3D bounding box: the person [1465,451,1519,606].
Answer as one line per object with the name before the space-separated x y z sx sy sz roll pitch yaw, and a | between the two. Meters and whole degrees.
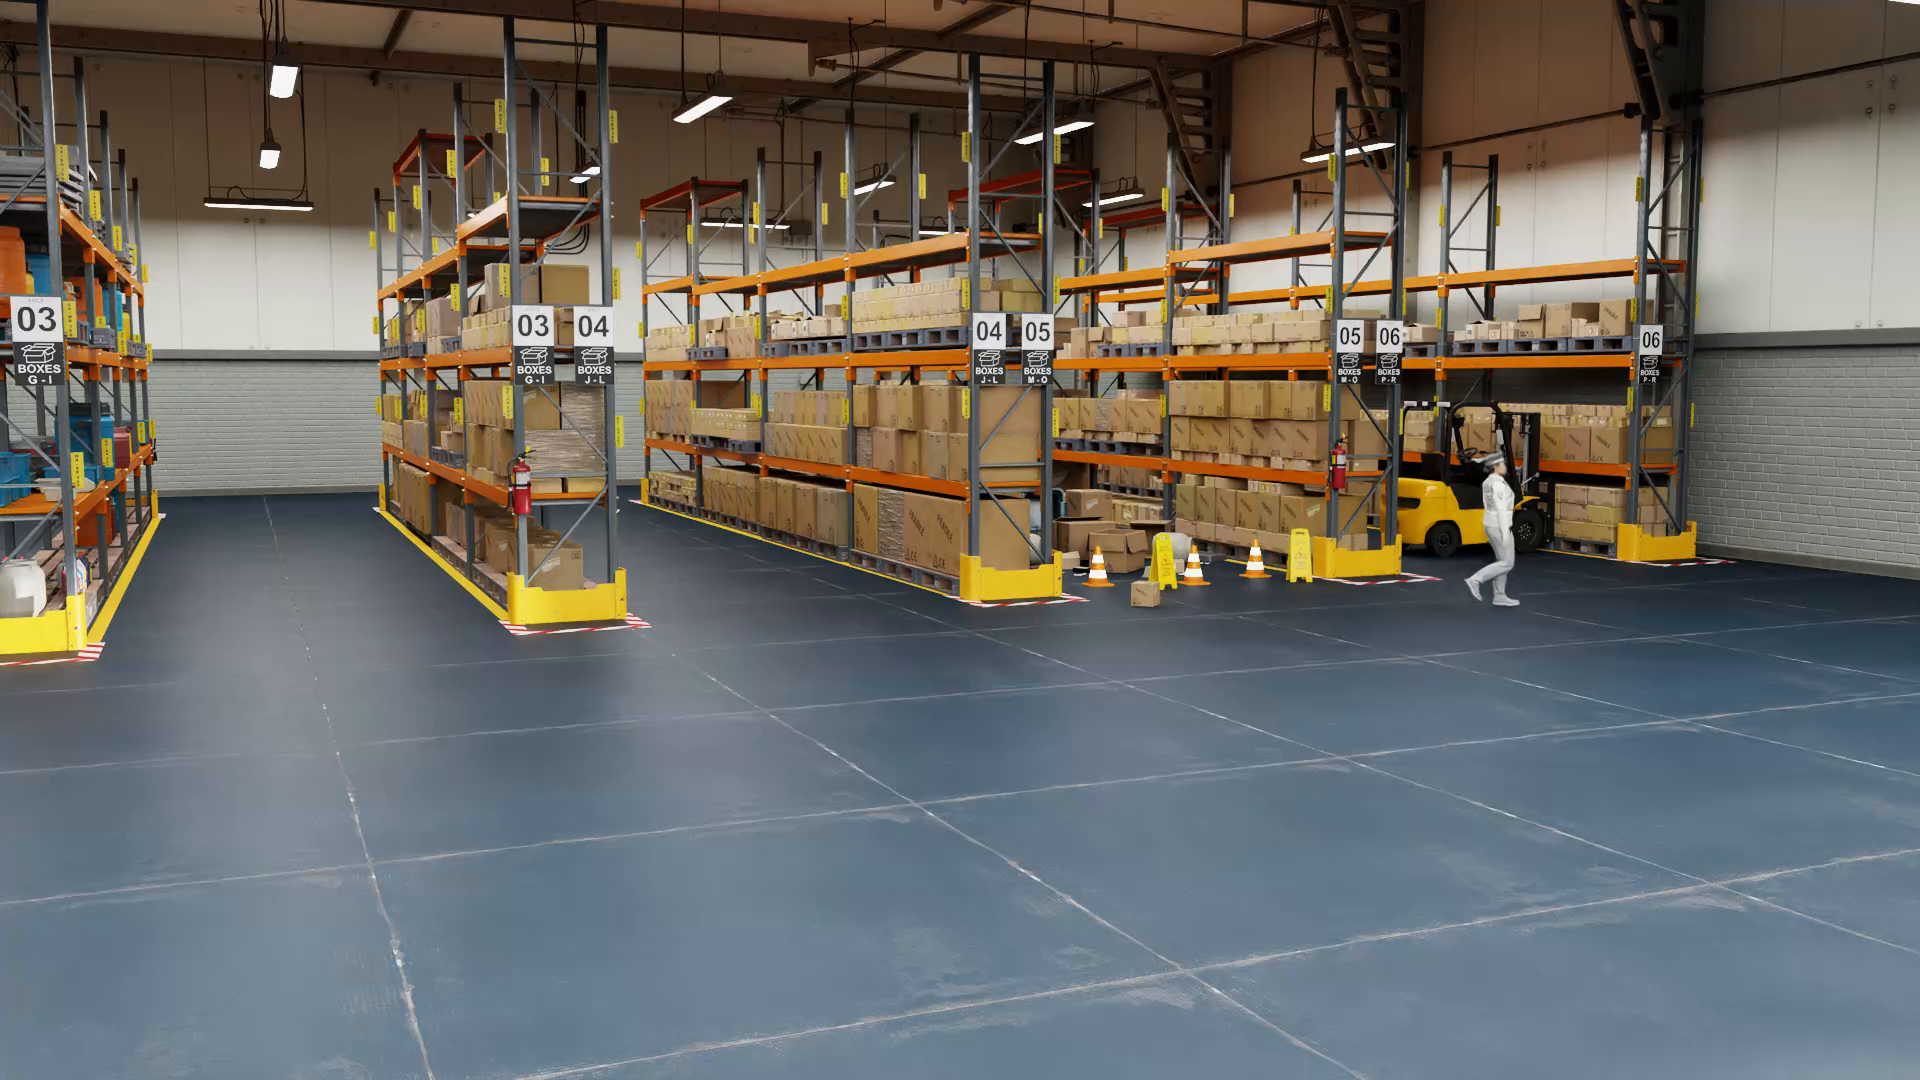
person | 5.747 -0.120 17.899 0.633 1.675 0.492 0 5 1
